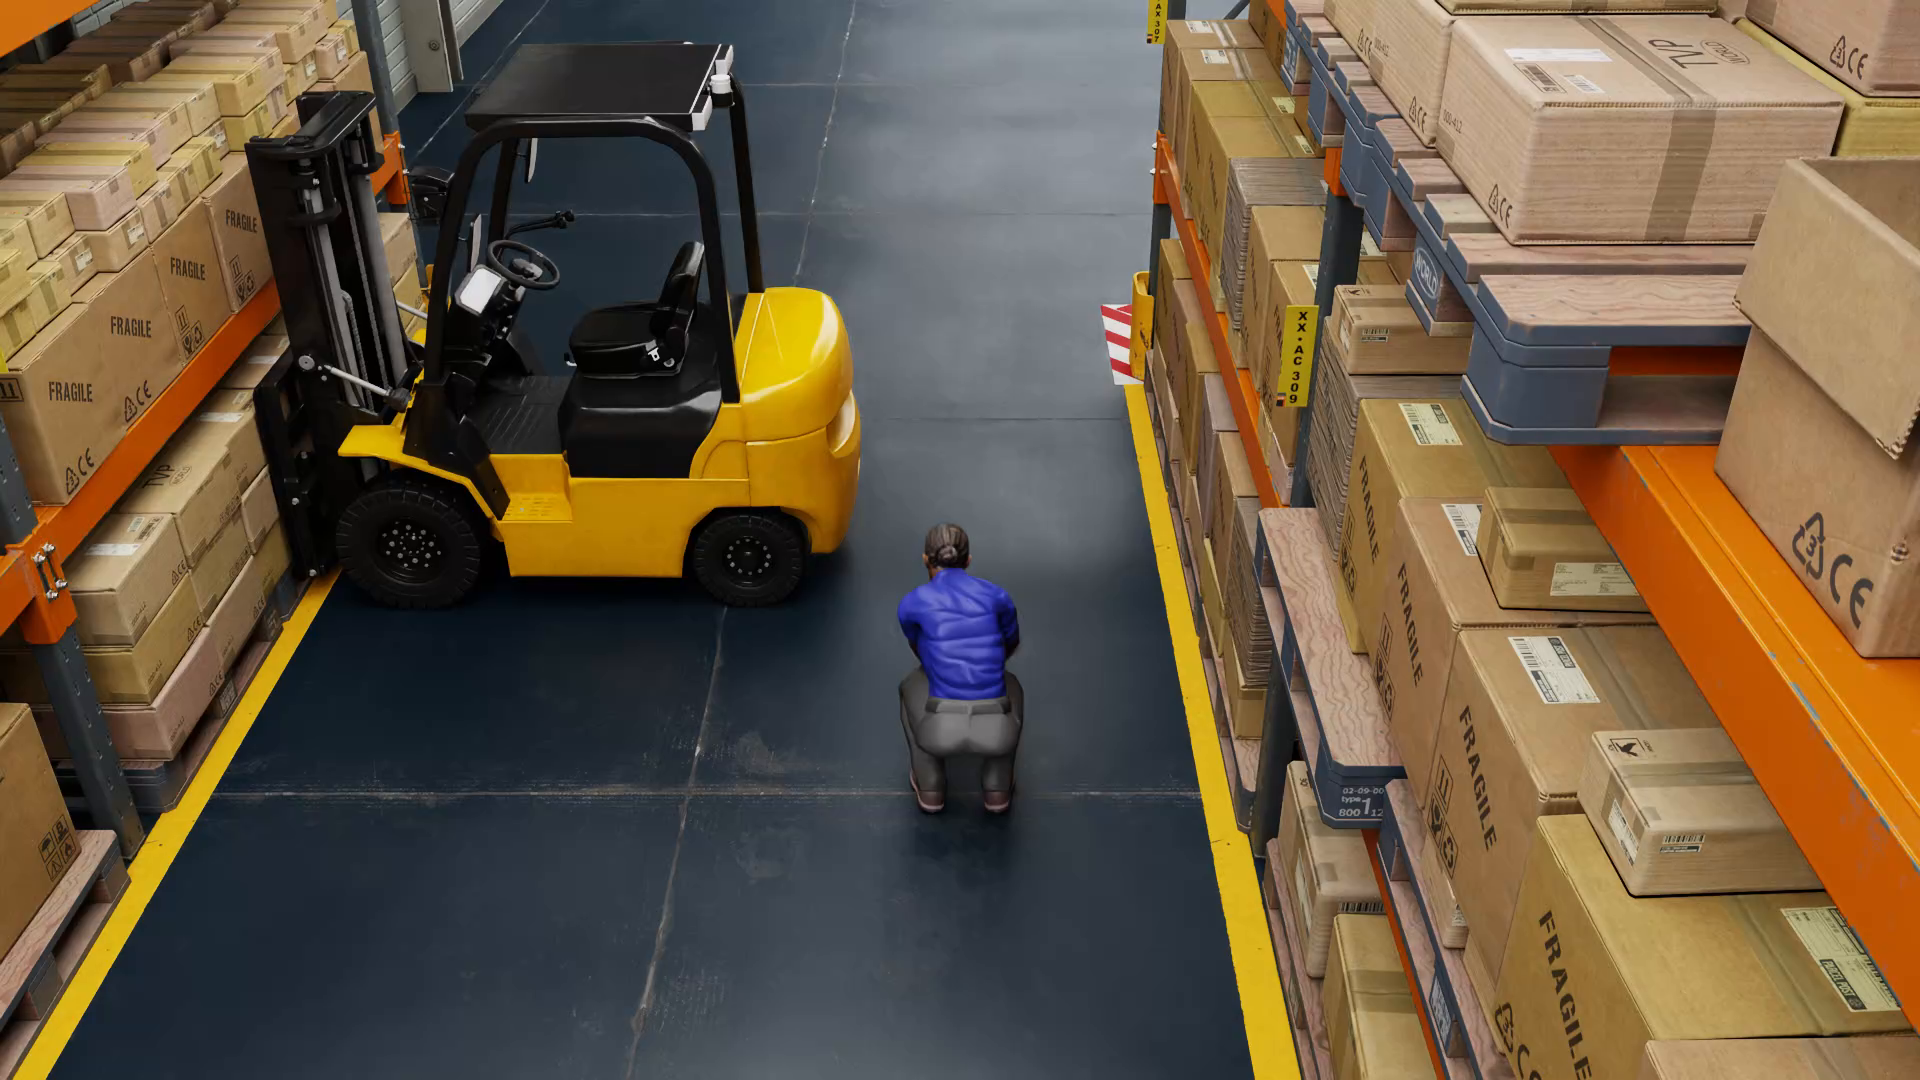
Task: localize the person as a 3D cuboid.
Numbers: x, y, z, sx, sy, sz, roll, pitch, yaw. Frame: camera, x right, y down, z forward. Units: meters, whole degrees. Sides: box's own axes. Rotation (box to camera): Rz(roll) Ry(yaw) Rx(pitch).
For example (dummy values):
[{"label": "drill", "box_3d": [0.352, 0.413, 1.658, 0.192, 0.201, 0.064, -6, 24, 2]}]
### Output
[{"label": "person", "box_3d": [0.005, 0.456, 6.104, 0.470, 0.937, 0.843, -1, 32, -1]}]
